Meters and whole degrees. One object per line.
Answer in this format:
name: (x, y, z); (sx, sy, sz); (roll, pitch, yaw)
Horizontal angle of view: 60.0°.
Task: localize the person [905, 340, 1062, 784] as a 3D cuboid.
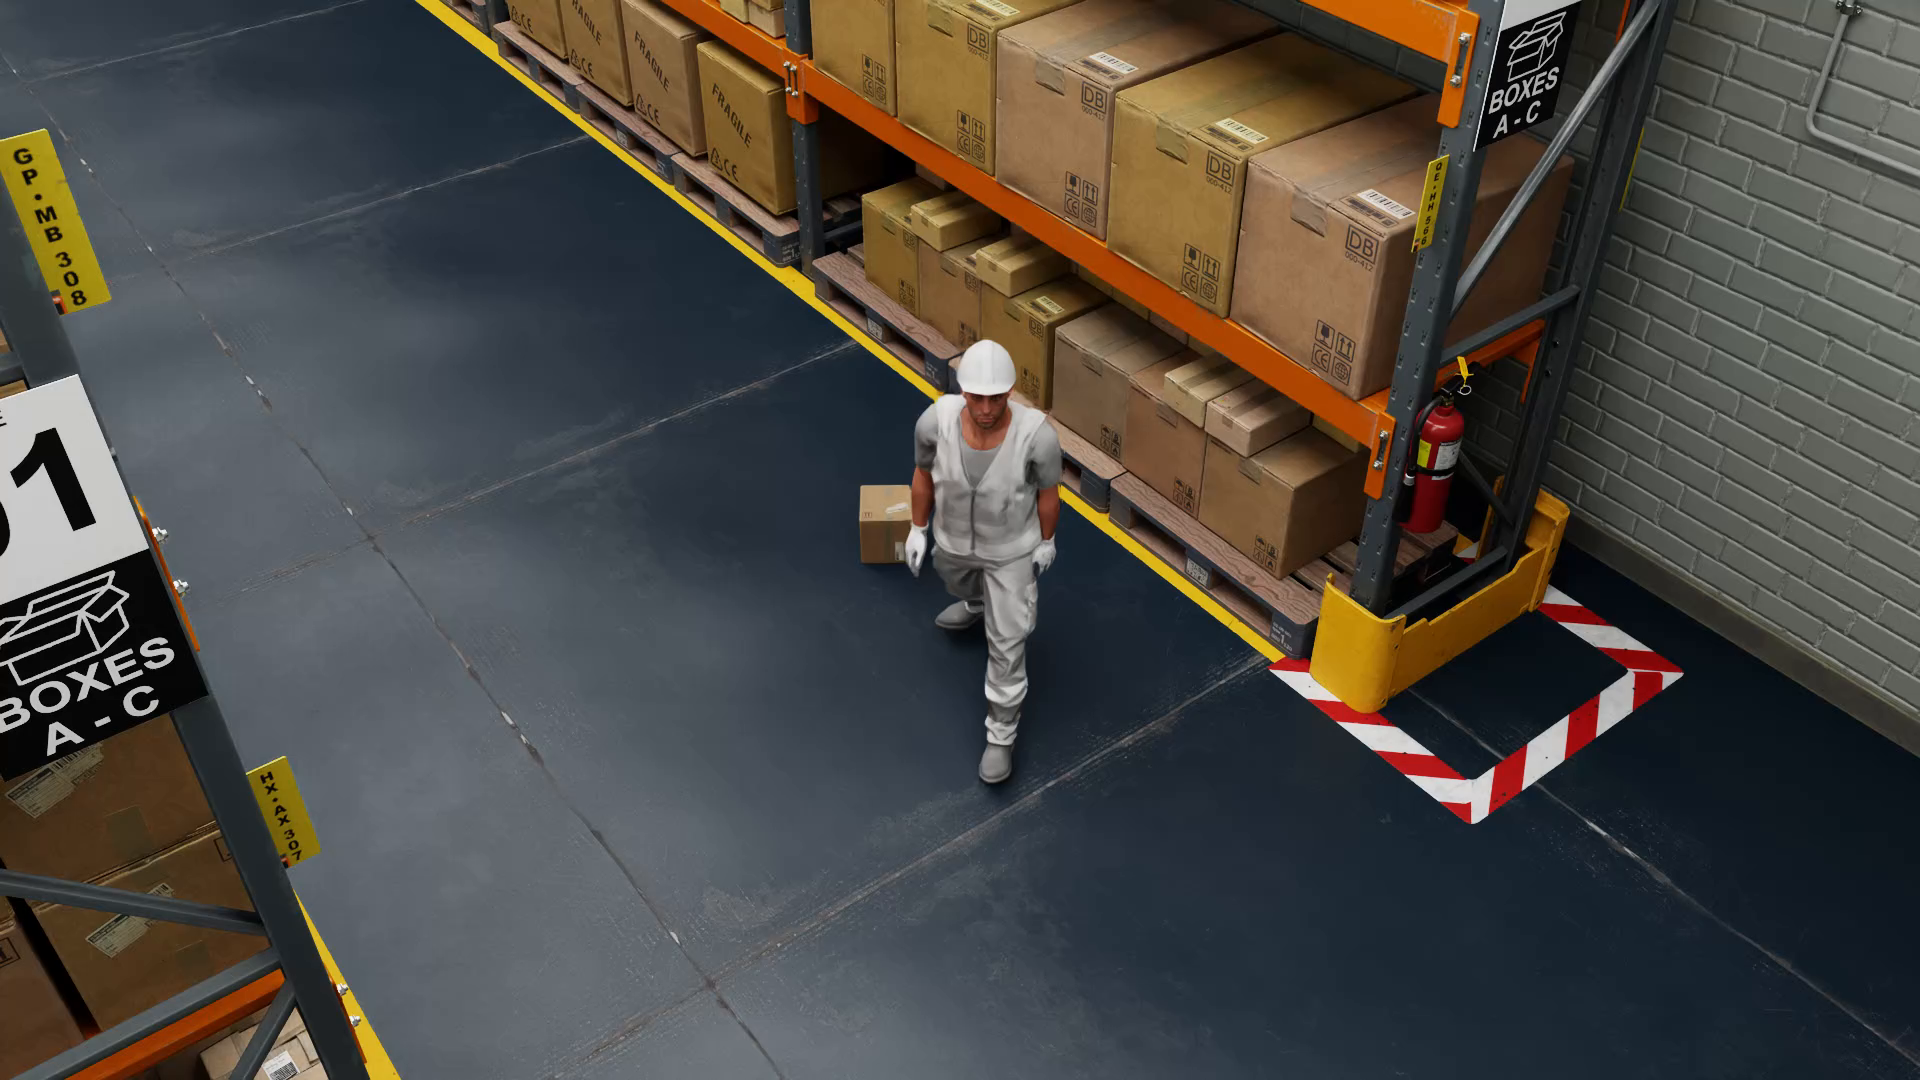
person: (0.081, -0.034, 6.183); (0.580, 1.771, 0.962); (13, 42, 15)
